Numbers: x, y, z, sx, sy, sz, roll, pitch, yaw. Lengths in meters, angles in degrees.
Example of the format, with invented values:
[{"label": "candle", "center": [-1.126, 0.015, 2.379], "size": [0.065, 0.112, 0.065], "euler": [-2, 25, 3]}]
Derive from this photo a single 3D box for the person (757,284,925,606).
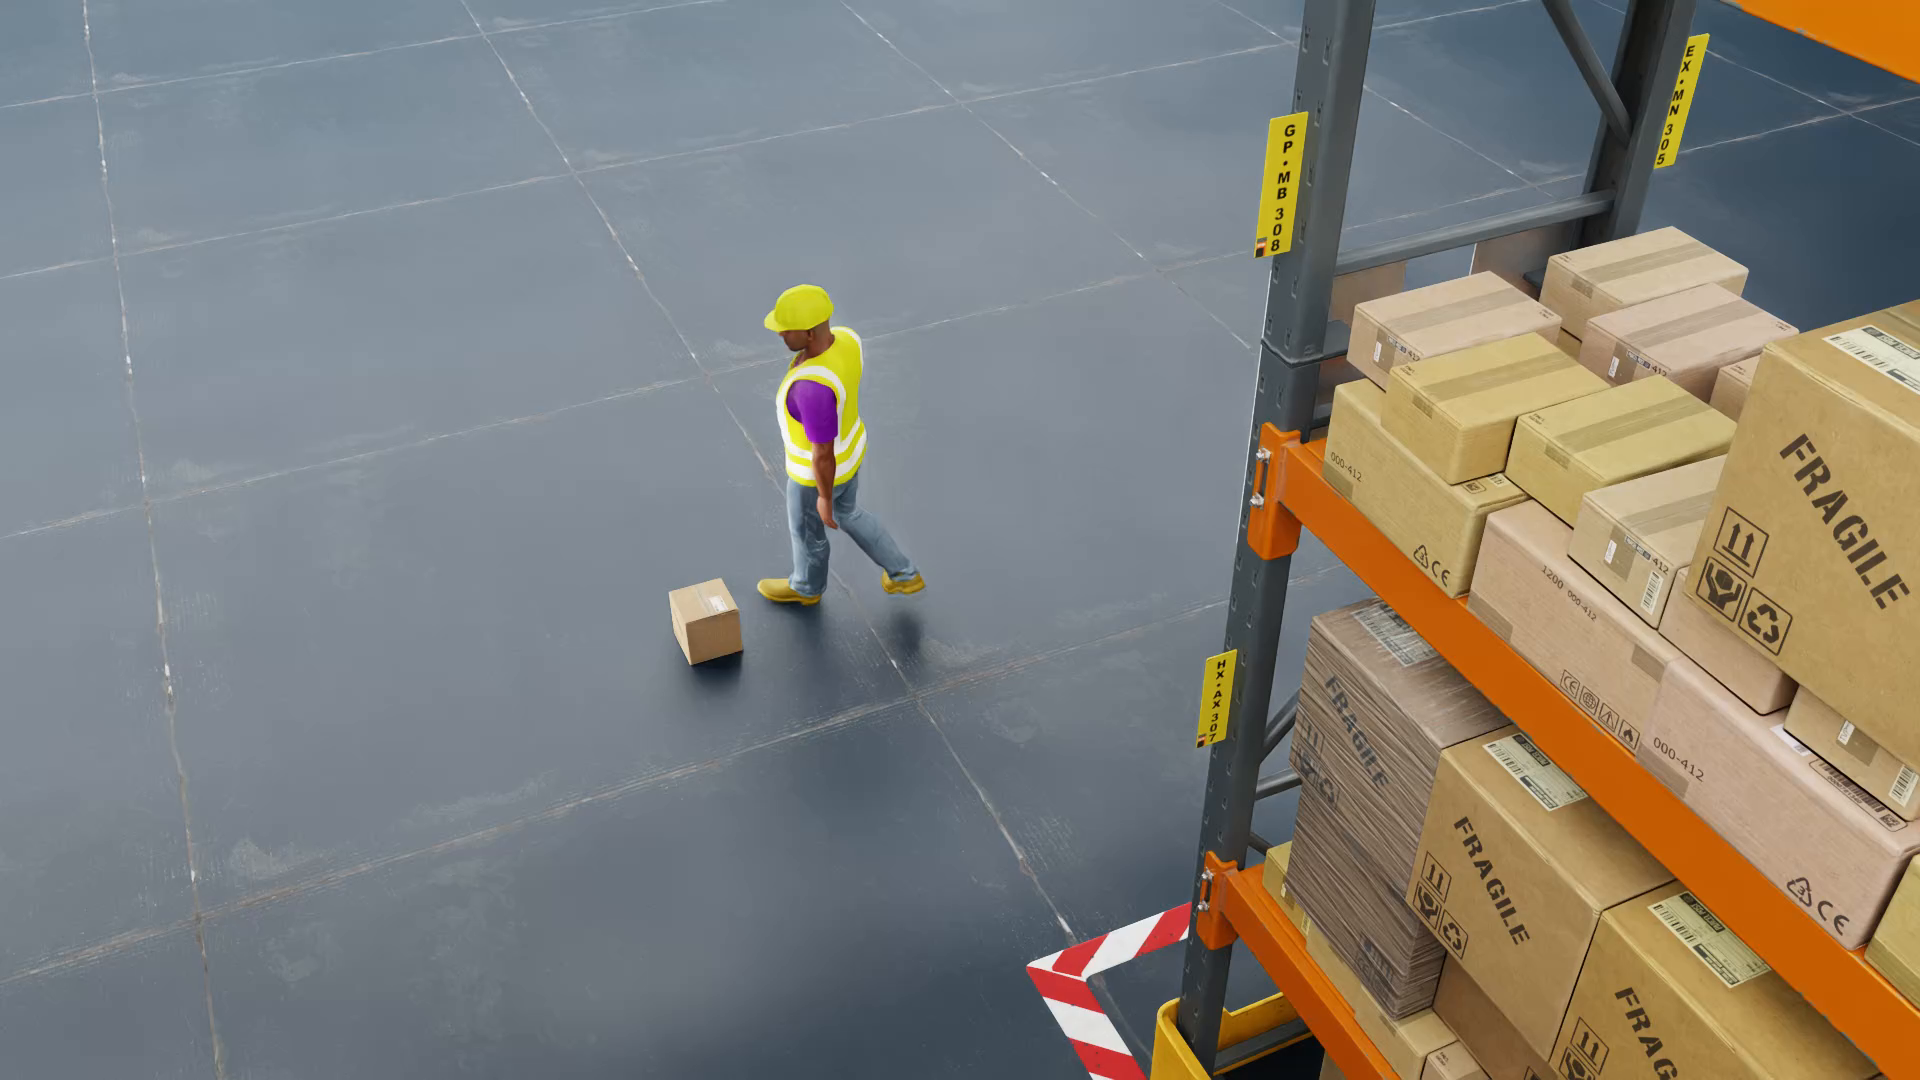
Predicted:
[{"label": "person", "center": [-0.564, -0.376, 7.338], "size": [0.822, 1.754, 0.654], "euler": [10, 38, 13]}]
